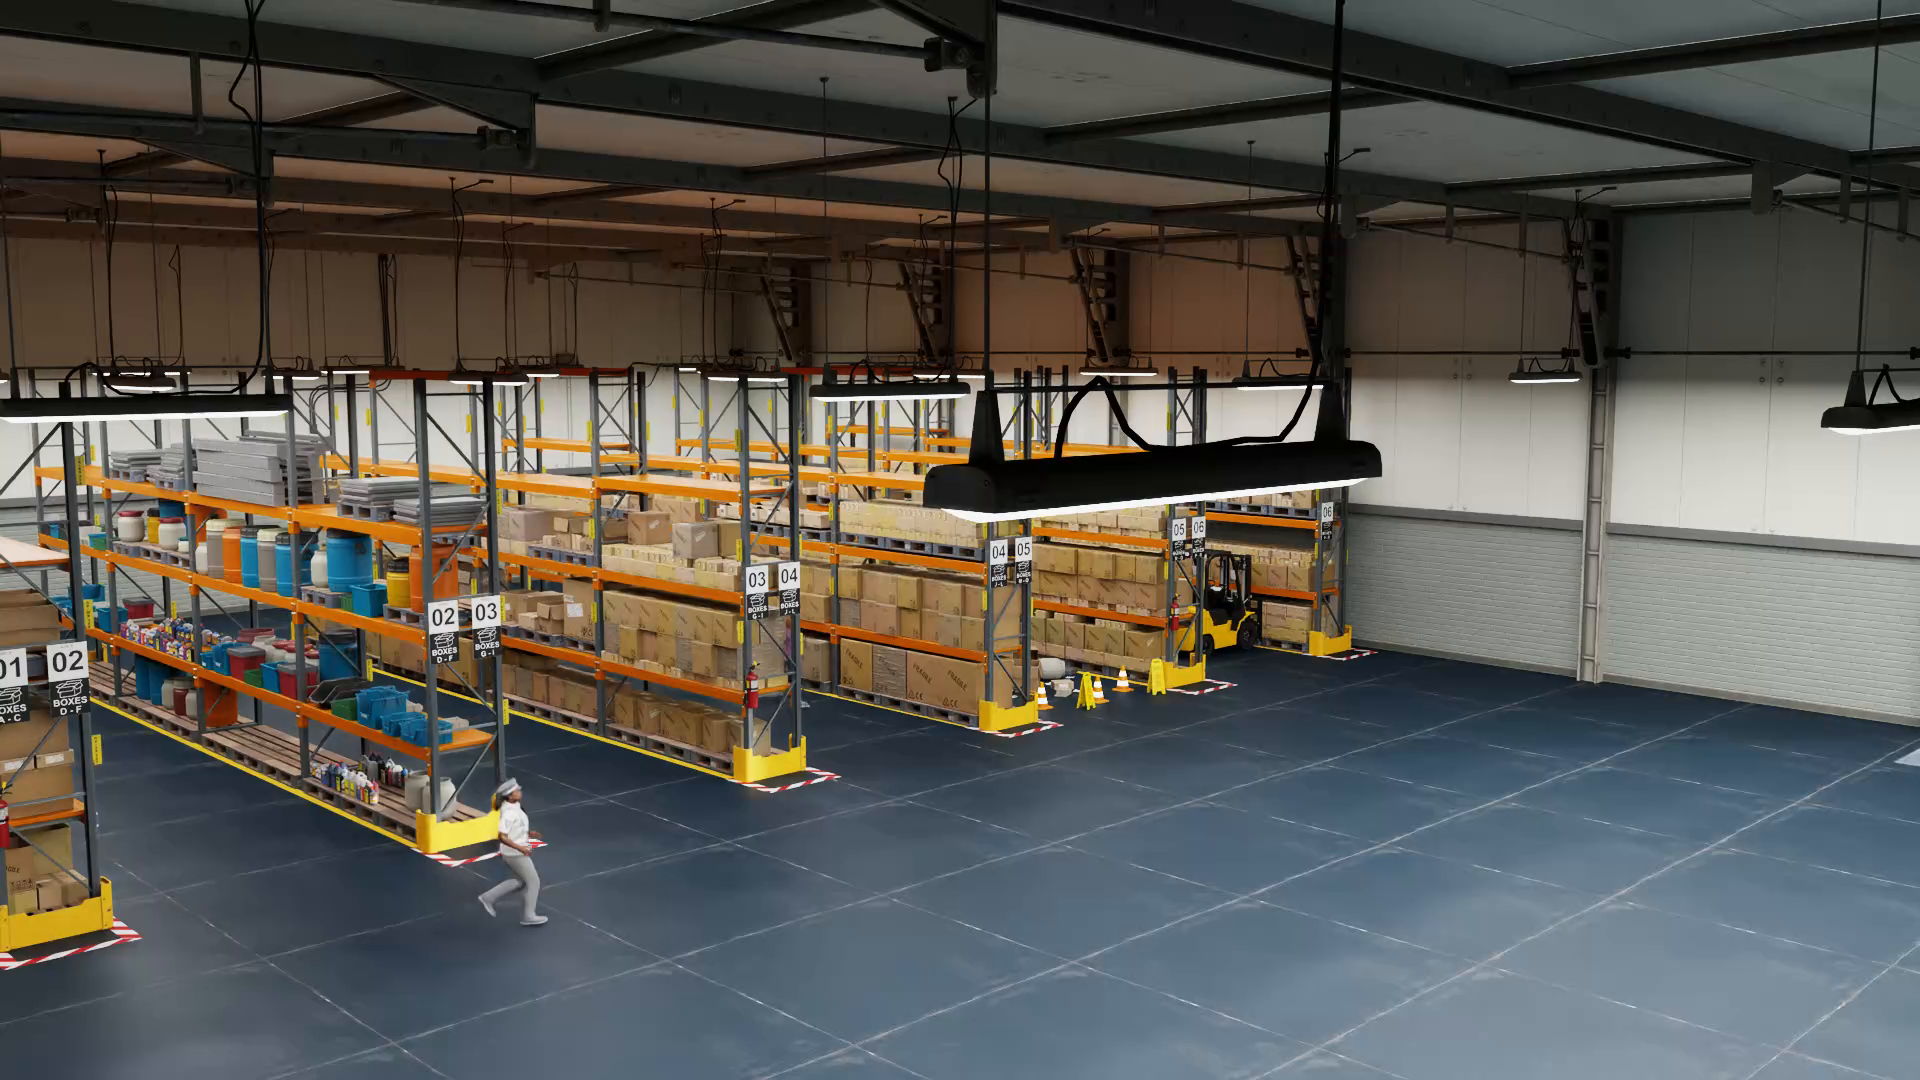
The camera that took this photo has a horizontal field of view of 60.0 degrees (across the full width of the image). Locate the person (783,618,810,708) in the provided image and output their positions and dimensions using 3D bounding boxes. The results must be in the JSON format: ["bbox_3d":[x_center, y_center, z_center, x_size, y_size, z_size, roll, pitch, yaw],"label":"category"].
[{"bbox_3d":[-2.993,2.167,29.799,0.886,1.579,0.542,6,9,42],"label":"person"}]

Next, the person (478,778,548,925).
[{"bbox_3d":[-4.945,3.441,18.327,0.739,1.659,0.584,-2,7,-16],"label":"person"}]
